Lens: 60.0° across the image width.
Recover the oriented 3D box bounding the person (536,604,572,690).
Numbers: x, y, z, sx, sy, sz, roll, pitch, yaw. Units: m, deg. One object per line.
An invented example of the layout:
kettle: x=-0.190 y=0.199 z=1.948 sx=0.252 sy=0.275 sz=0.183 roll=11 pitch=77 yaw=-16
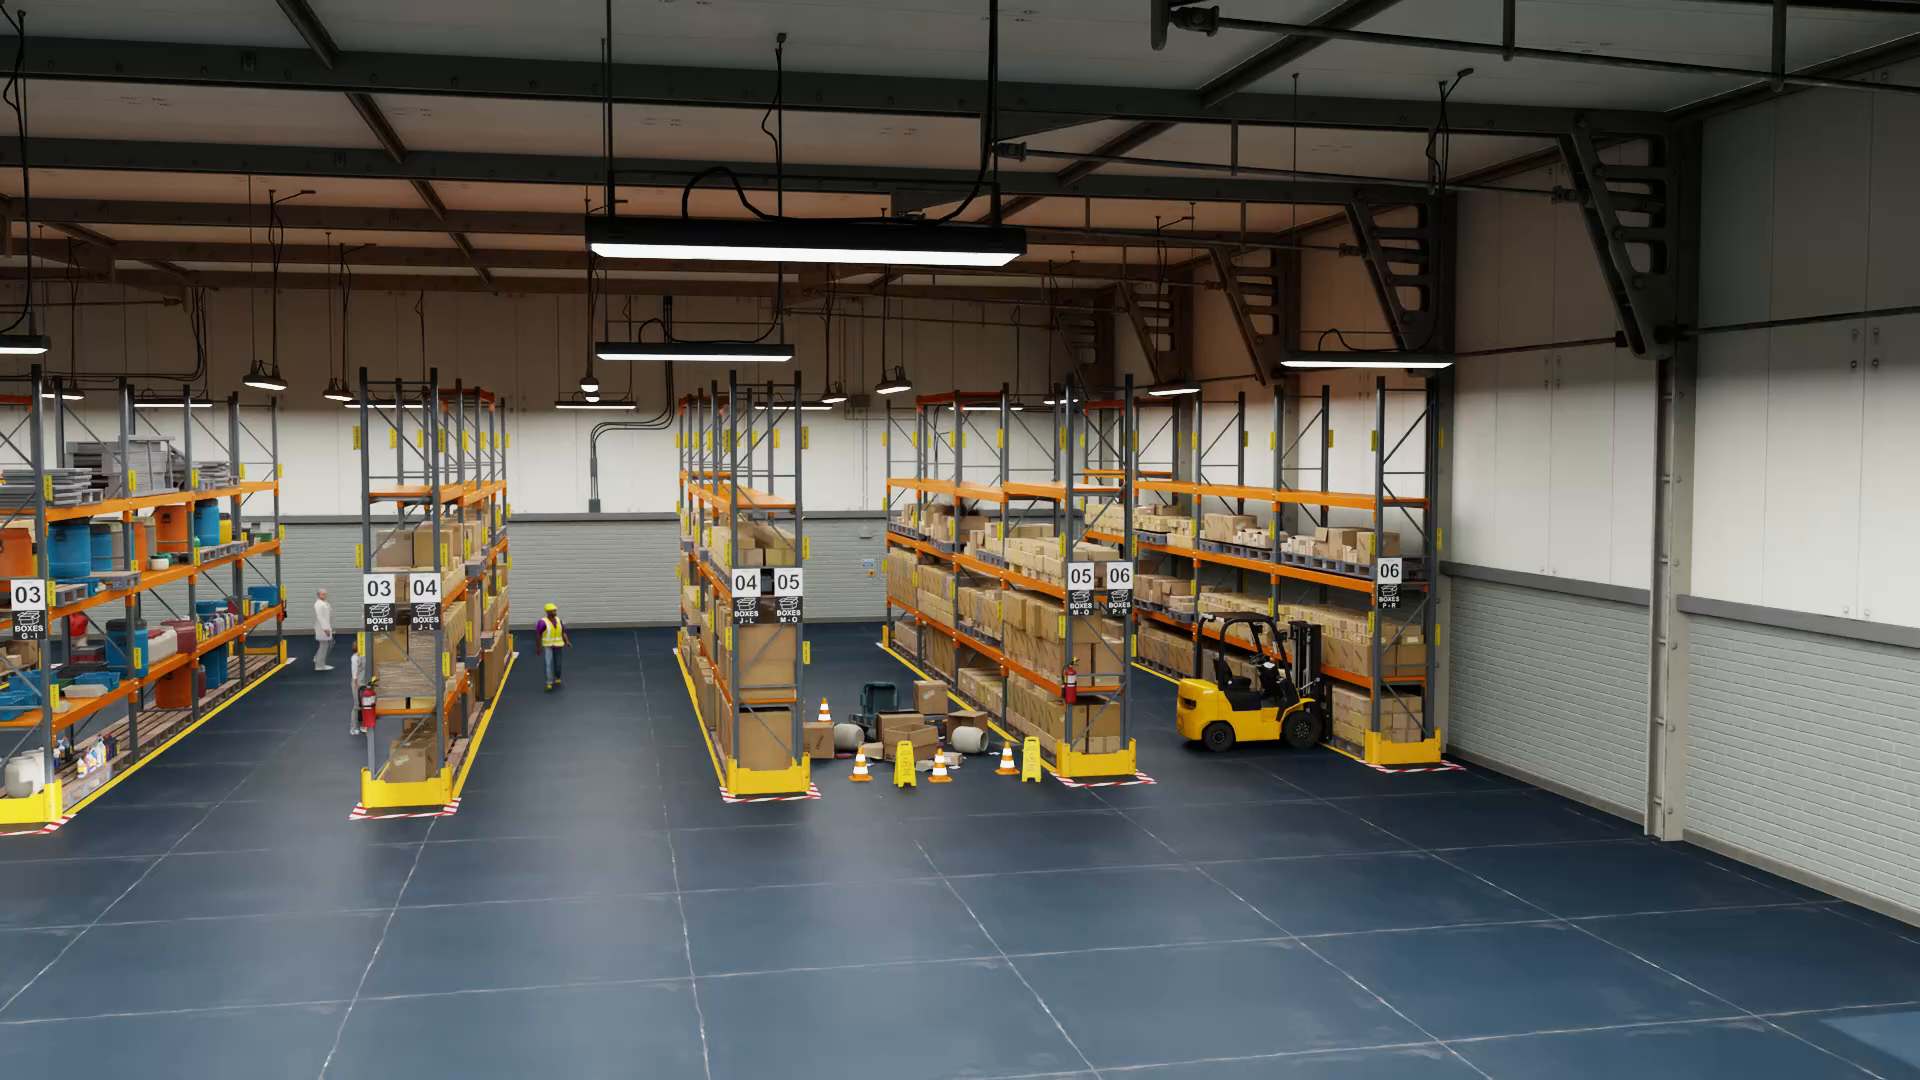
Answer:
person: x=-8.199 y=2.145 z=33.584 sx=0.716 sy=1.724 sz=1.031 roll=-1 pitch=4 yaw=-14

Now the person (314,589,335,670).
person: x=-13.829 y=1.955 z=36.200 sx=0.482 sy=1.804 sz=0.595 roll=-2 pitch=4 yaw=-36

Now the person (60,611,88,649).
person: x=-18.319 y=2.100 z=34.419 sx=0.484 sy=1.681 sz=0.856 roll=-1 pitch=4 yaw=-14

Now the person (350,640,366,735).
person: x=-10.294 y=2.533 z=28.575 sx=0.347 sy=1.640 sz=0.520 roll=1 pitch=4 yaw=19
